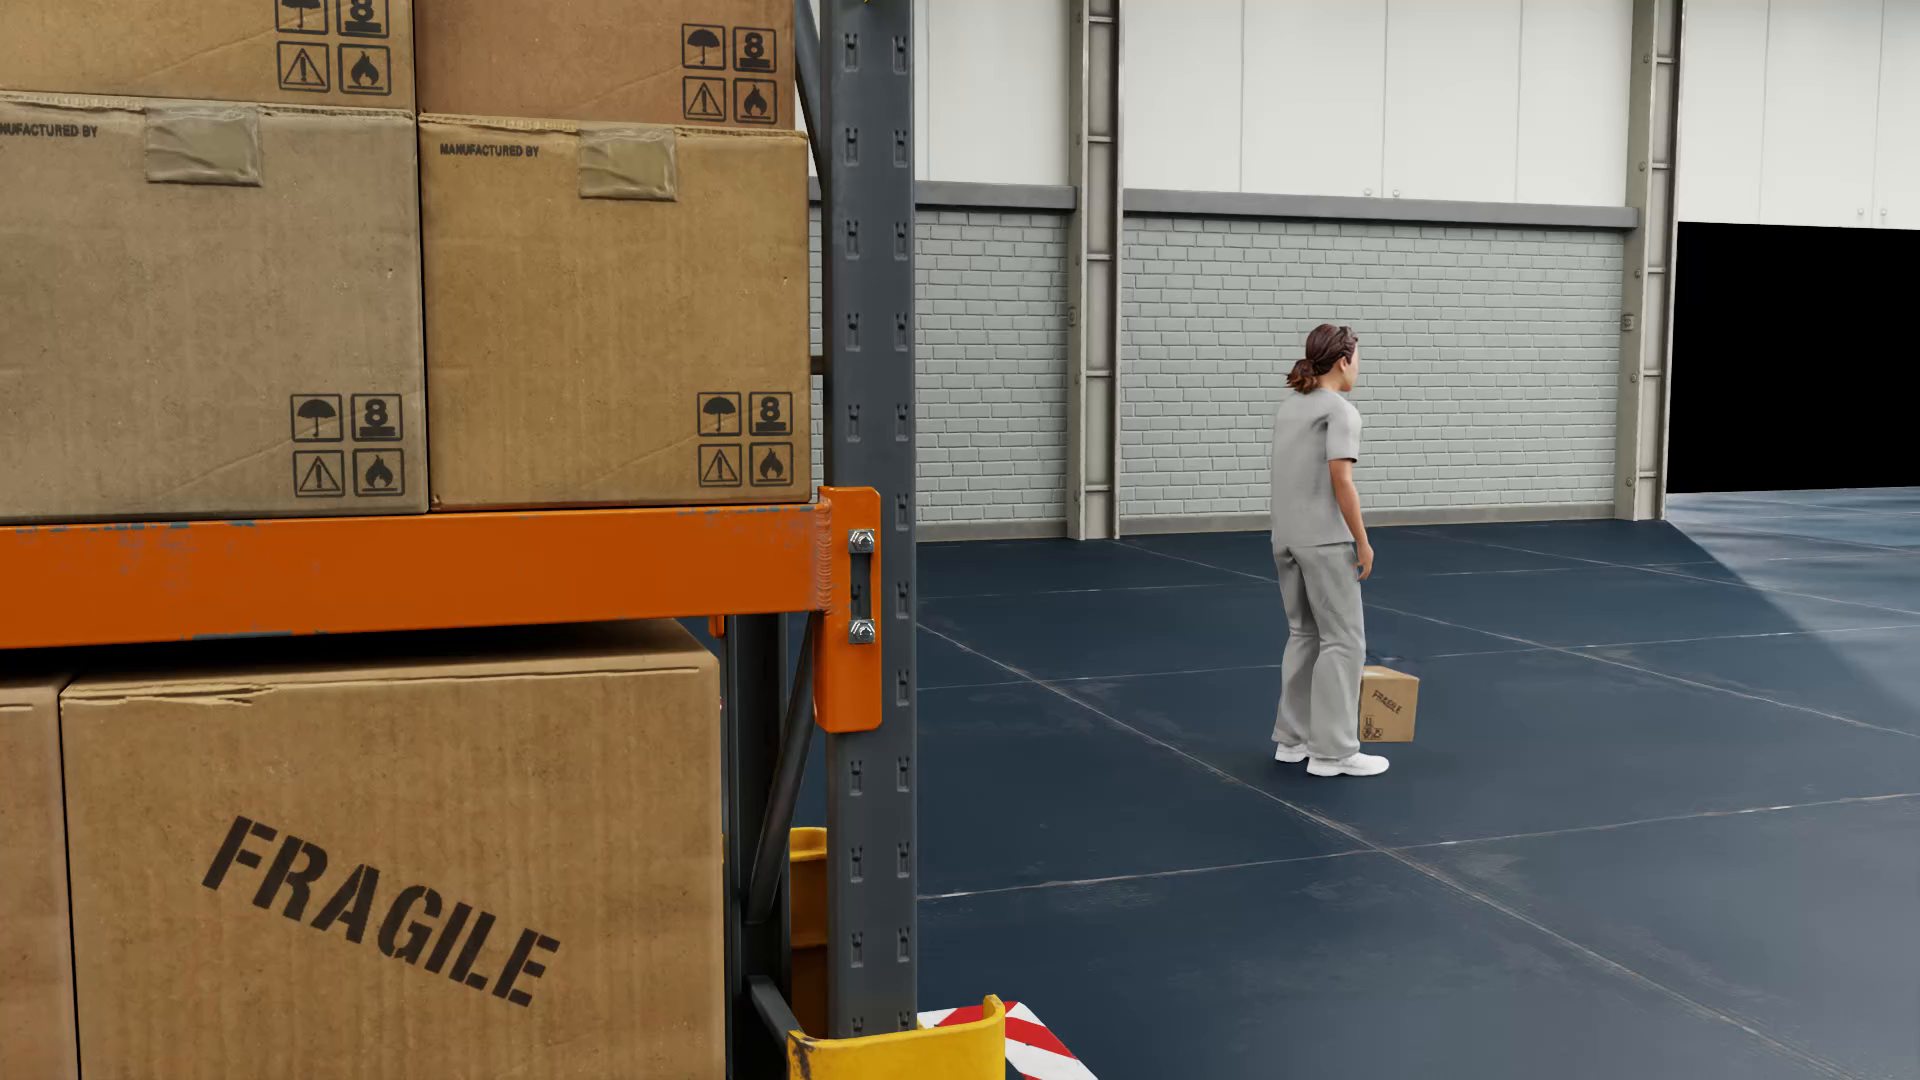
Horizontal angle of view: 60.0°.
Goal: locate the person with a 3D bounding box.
[{"bbox_3d":[1.365,0.026,6.268,0.362,1.674,0.483,-2,6,-21],"label":"person"}]
